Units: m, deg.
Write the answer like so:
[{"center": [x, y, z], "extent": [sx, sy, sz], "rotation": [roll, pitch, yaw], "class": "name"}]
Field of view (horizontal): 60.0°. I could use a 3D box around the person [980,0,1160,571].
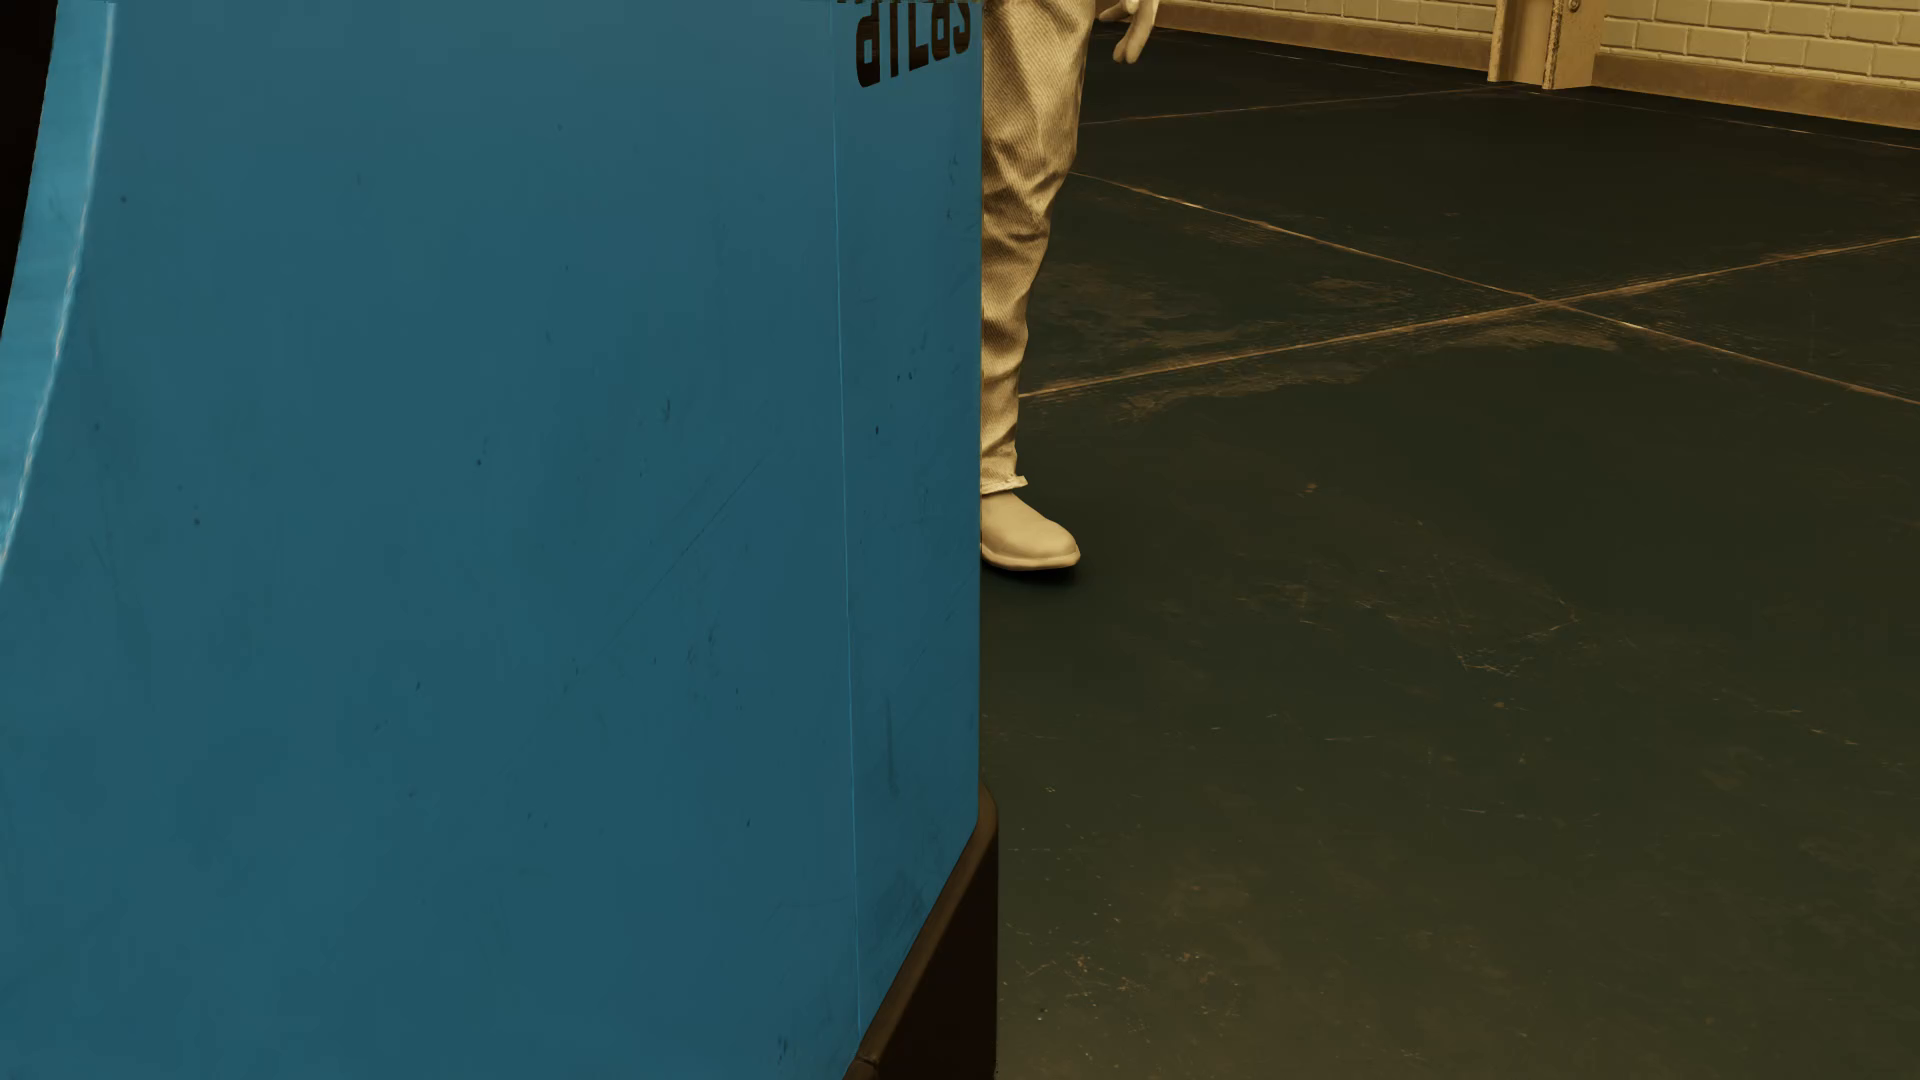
[{"center": [0.028, -0.807, 2.231], "extent": [0.657, 1.783, 0.576], "rotation": [-12, 25, -28], "class": "person"}]
